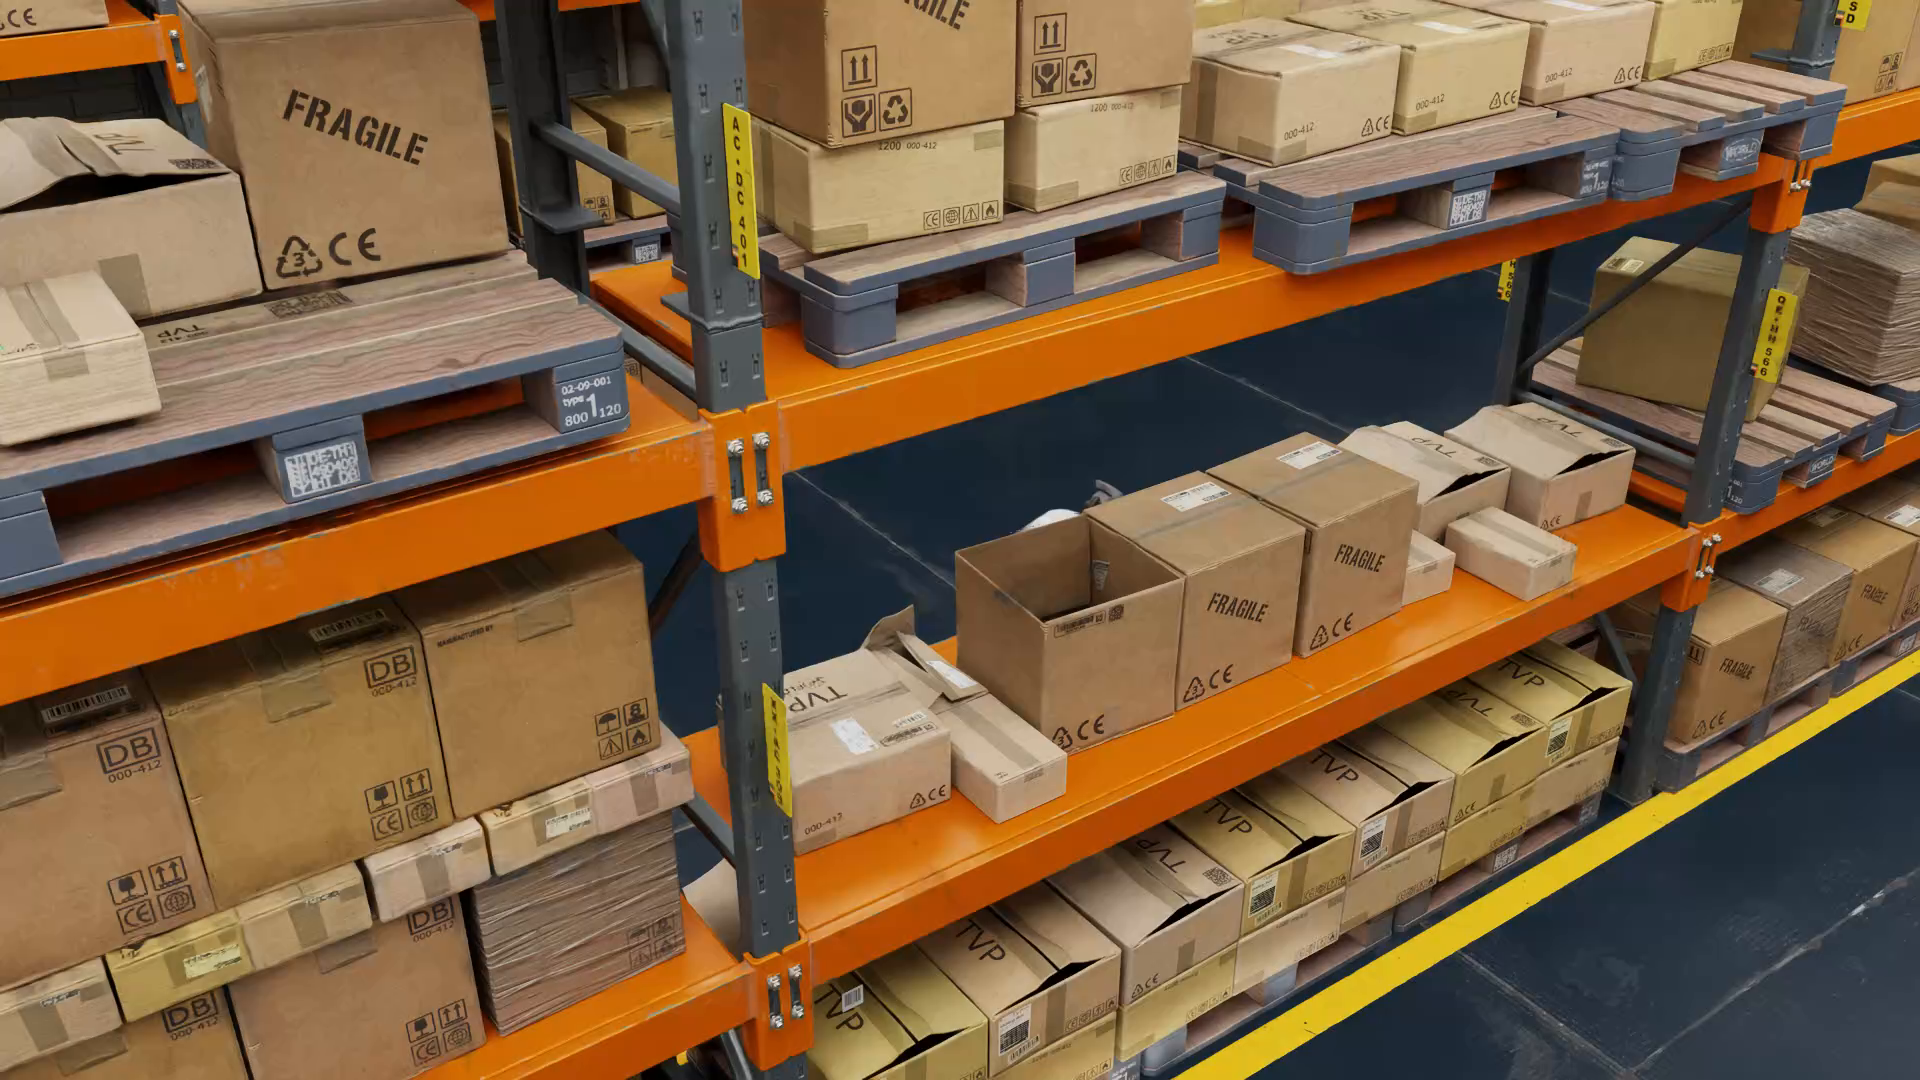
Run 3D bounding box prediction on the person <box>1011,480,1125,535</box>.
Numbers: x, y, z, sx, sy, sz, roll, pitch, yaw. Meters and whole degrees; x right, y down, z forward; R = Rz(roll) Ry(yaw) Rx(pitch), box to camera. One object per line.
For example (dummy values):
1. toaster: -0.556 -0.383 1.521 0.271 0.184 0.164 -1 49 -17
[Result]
1. person: 0.422 0.279 7.335 0.912 0.977 0.470 -20 35 -32
